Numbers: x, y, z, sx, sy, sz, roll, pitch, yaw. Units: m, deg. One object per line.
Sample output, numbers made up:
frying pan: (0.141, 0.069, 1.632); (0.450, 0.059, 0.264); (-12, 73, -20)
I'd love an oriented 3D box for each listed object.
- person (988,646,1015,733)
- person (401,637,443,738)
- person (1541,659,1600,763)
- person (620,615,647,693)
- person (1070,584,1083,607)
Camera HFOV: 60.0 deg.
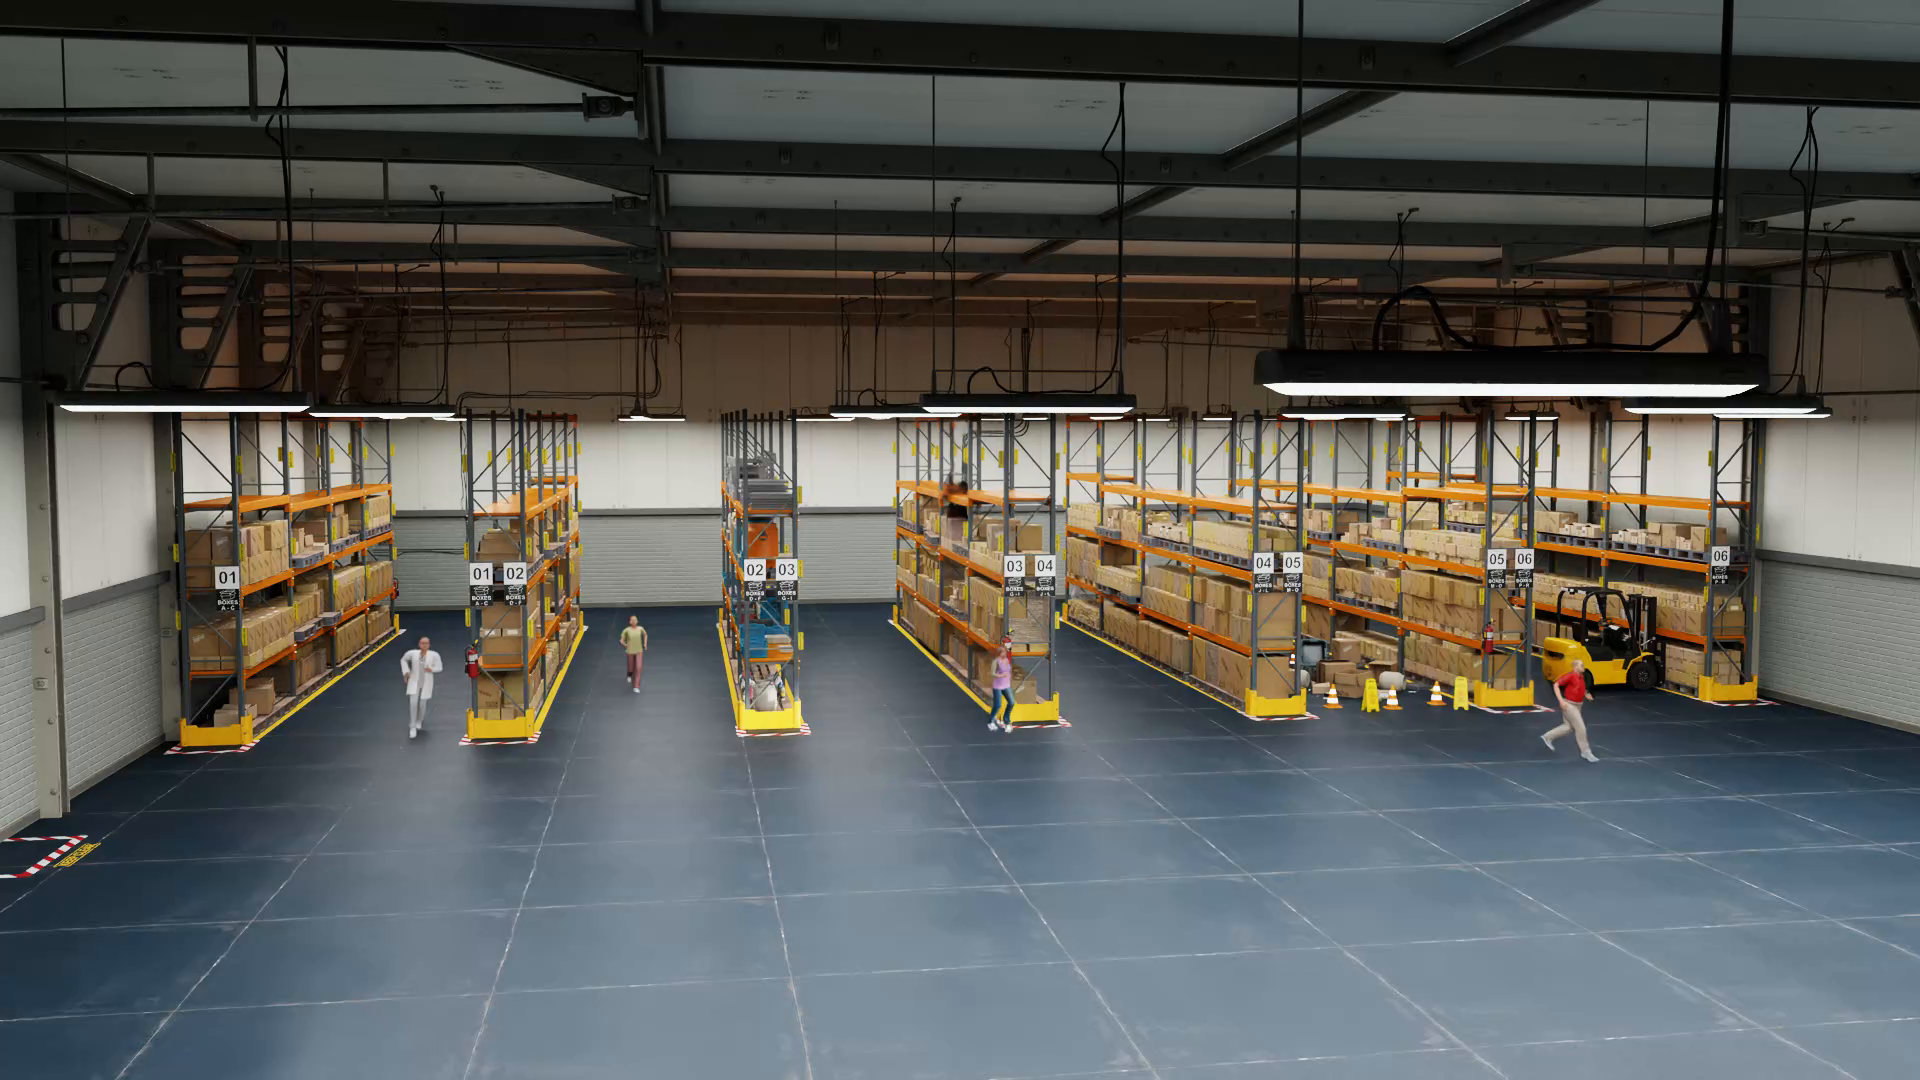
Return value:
person: (0.769, 2.783, 30.843); (0.532, 1.655, 0.619); (-3, 5, -39)
person: (-9.907, 2.653, 30.647); (0.718, 1.695, 1.083); (-2, 4, -21)
person: (10.439, 2.886, 28.434); (1.030, 1.738, 0.686); (3, 5, 41)
person: (-6.980, 2.422, 35.690); (0.593, 1.640, 0.875); (-1, 4, -19)
person: (3.502, 1.322, 50.093); (0.939, 1.779, 0.690); (-3, 5, -34)
